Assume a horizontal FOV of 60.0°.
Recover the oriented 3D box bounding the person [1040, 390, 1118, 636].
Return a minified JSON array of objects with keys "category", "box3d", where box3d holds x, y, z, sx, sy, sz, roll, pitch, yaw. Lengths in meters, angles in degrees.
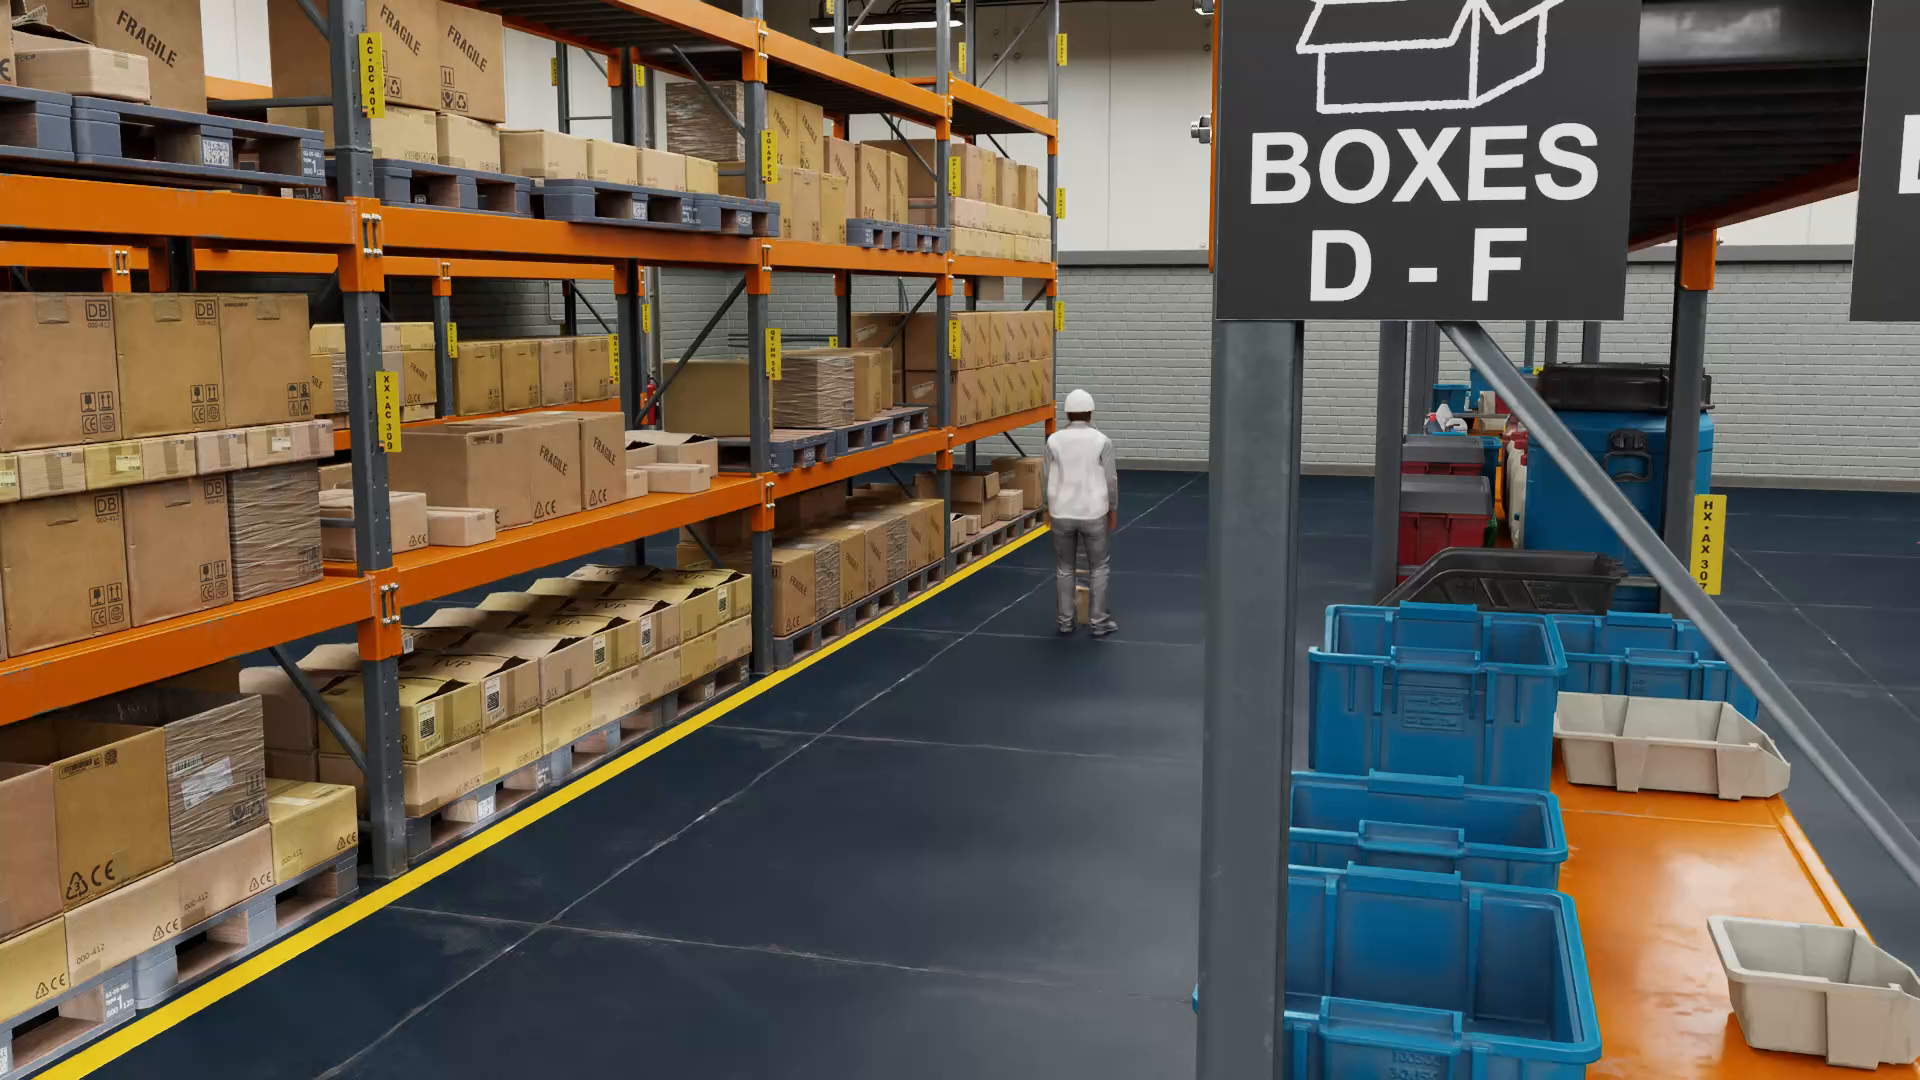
[{"category":"person","box3d":[0.870,-0.201,12.117,0.569,1.772,0.474,2,9,14]}]
